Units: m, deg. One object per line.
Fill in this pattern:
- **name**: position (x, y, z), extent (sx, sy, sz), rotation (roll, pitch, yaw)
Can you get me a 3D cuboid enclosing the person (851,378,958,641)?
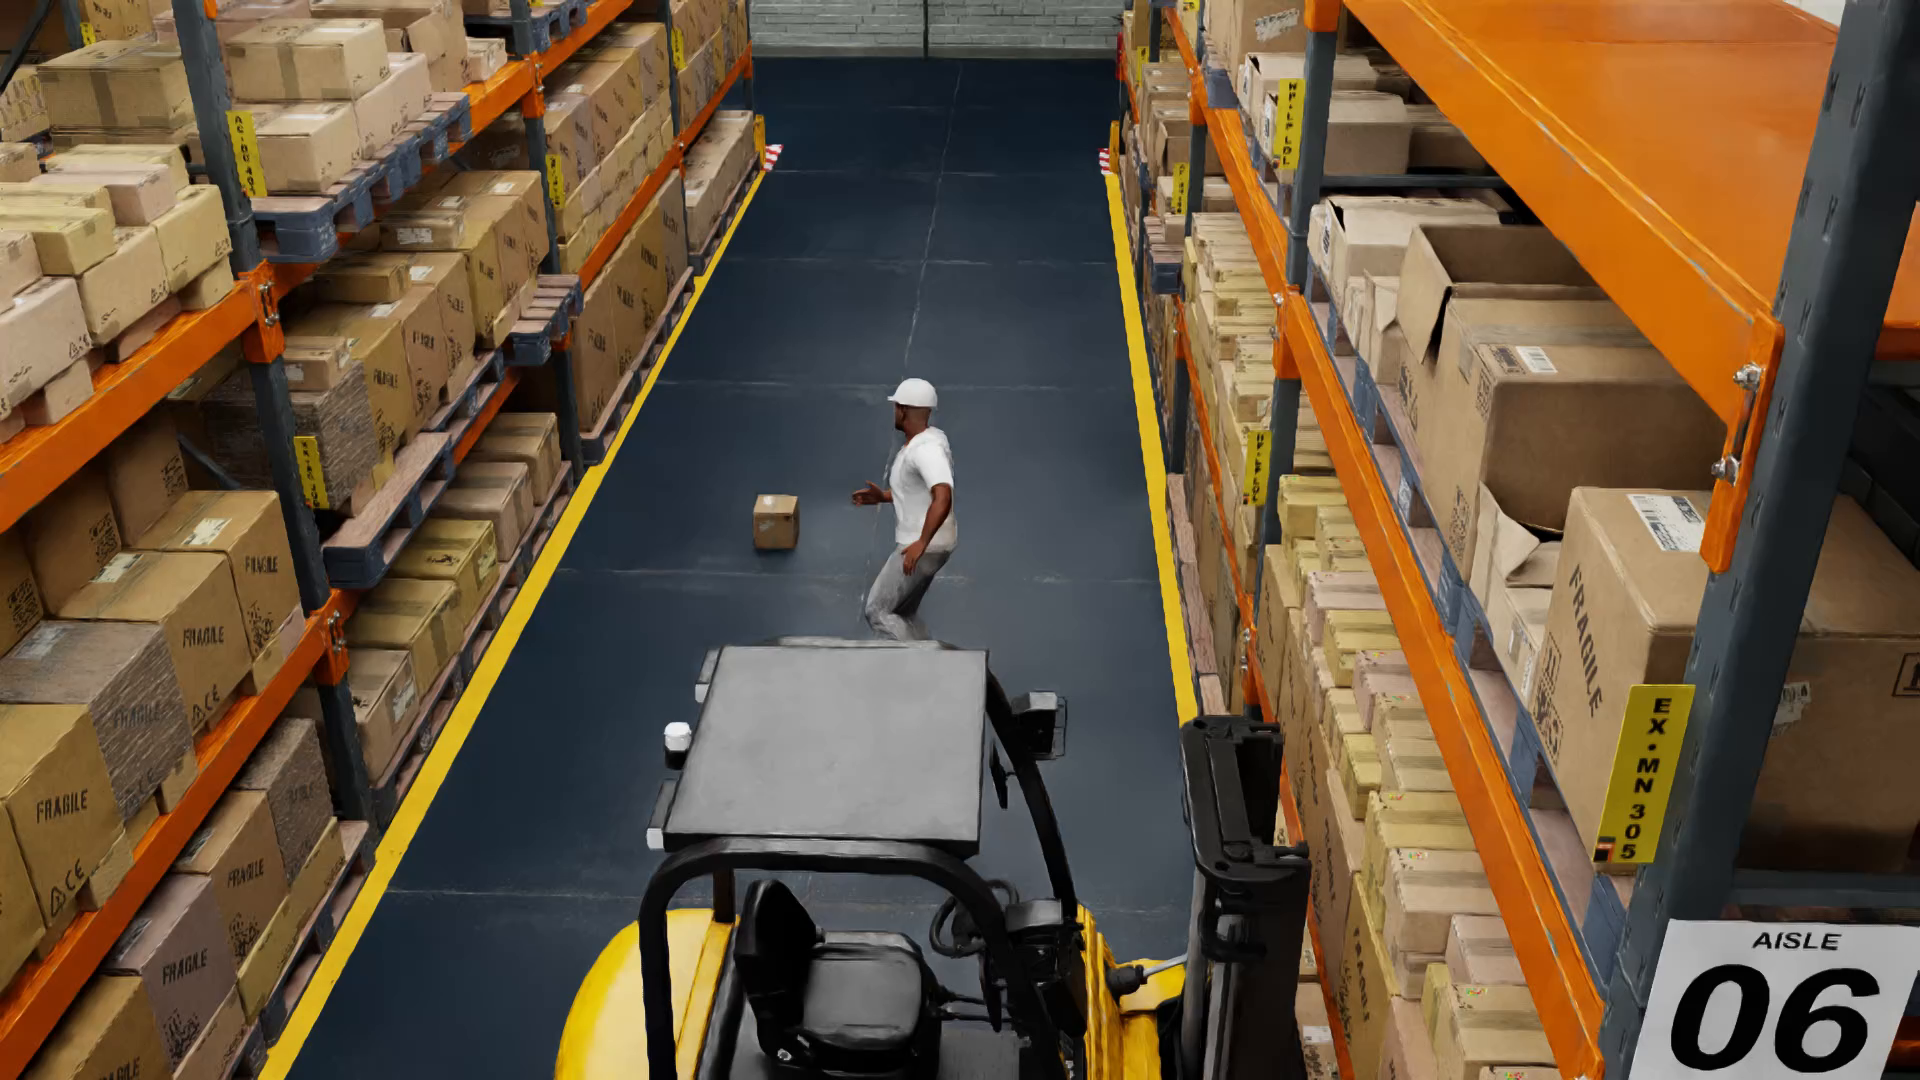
- **person**: position (-0.296, 0.039, 8.651), extent (0.554, 1.648, 0.953), rotation (1, 28, 3)
